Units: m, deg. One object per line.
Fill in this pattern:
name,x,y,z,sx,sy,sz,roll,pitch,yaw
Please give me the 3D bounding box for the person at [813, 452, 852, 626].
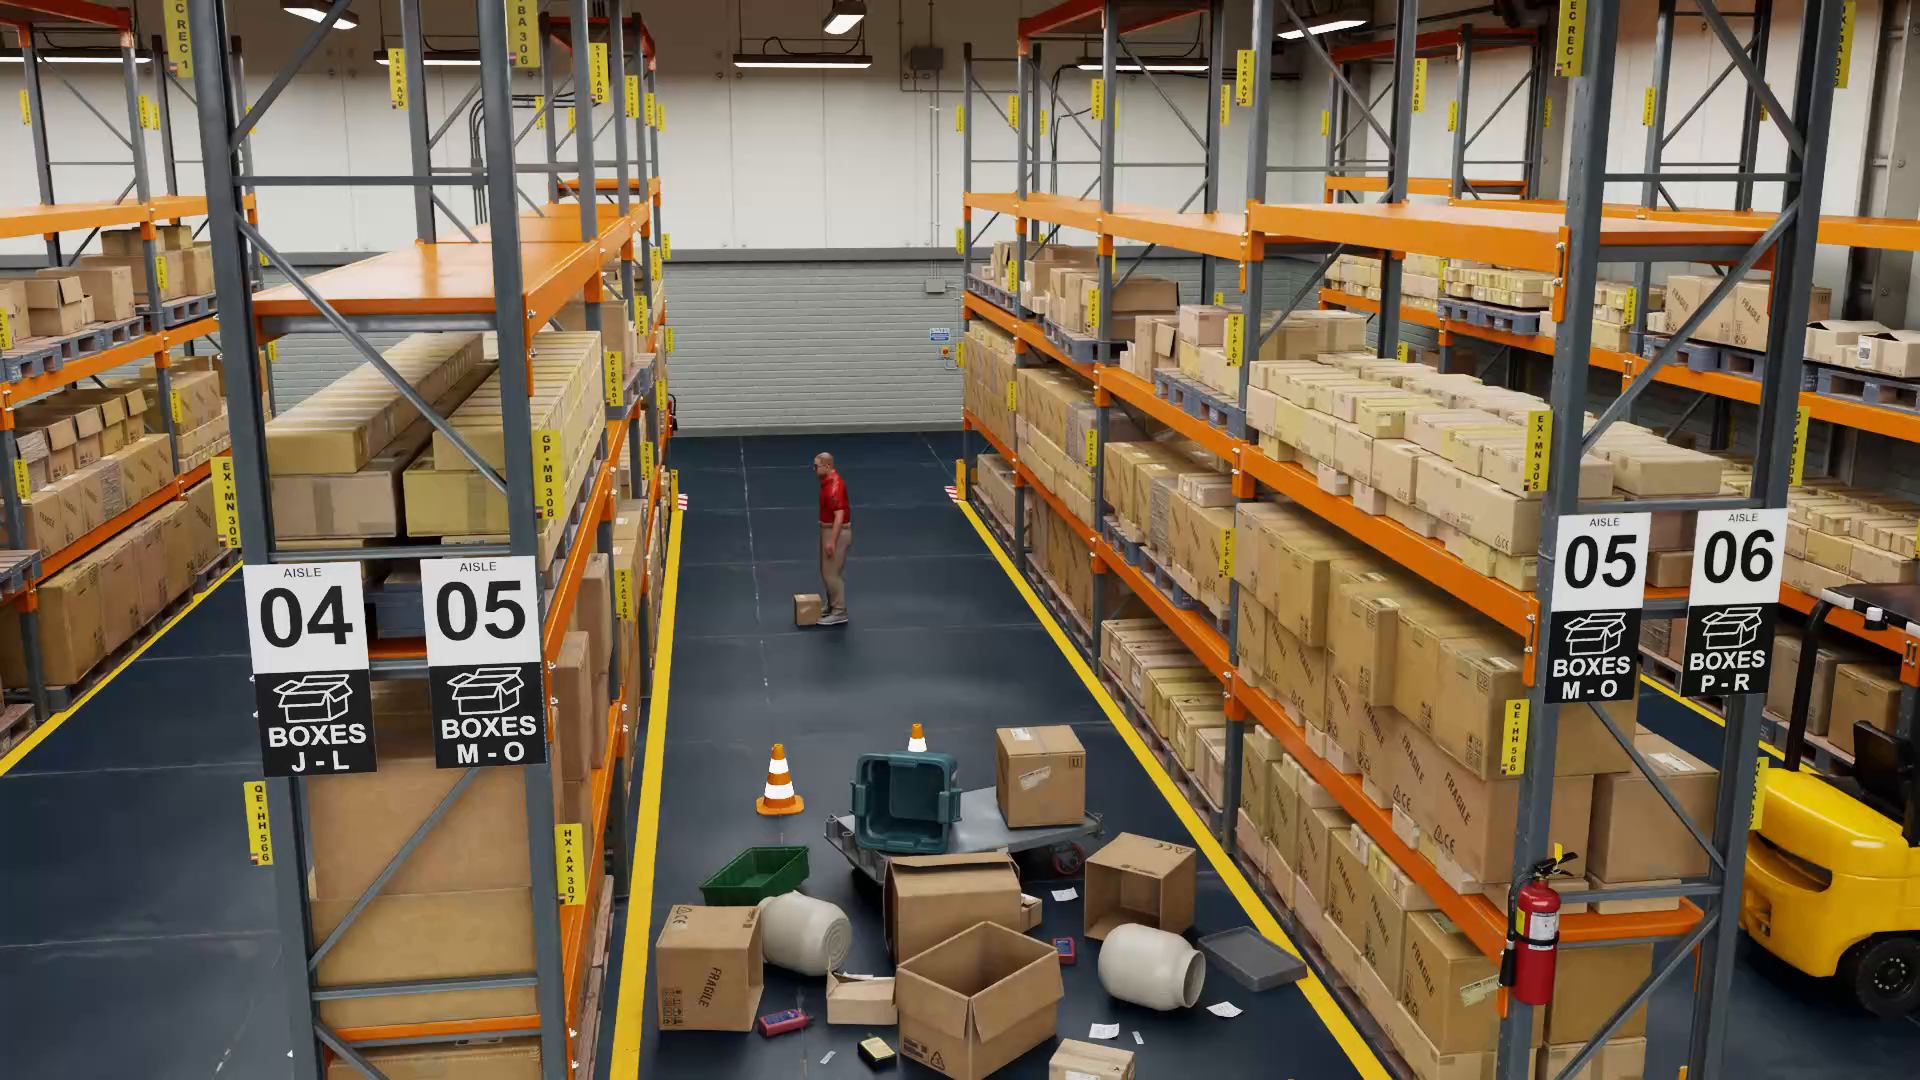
person,-1.283,-0.030,16.640,0.383,1.728,0.601,-2,13,-10
